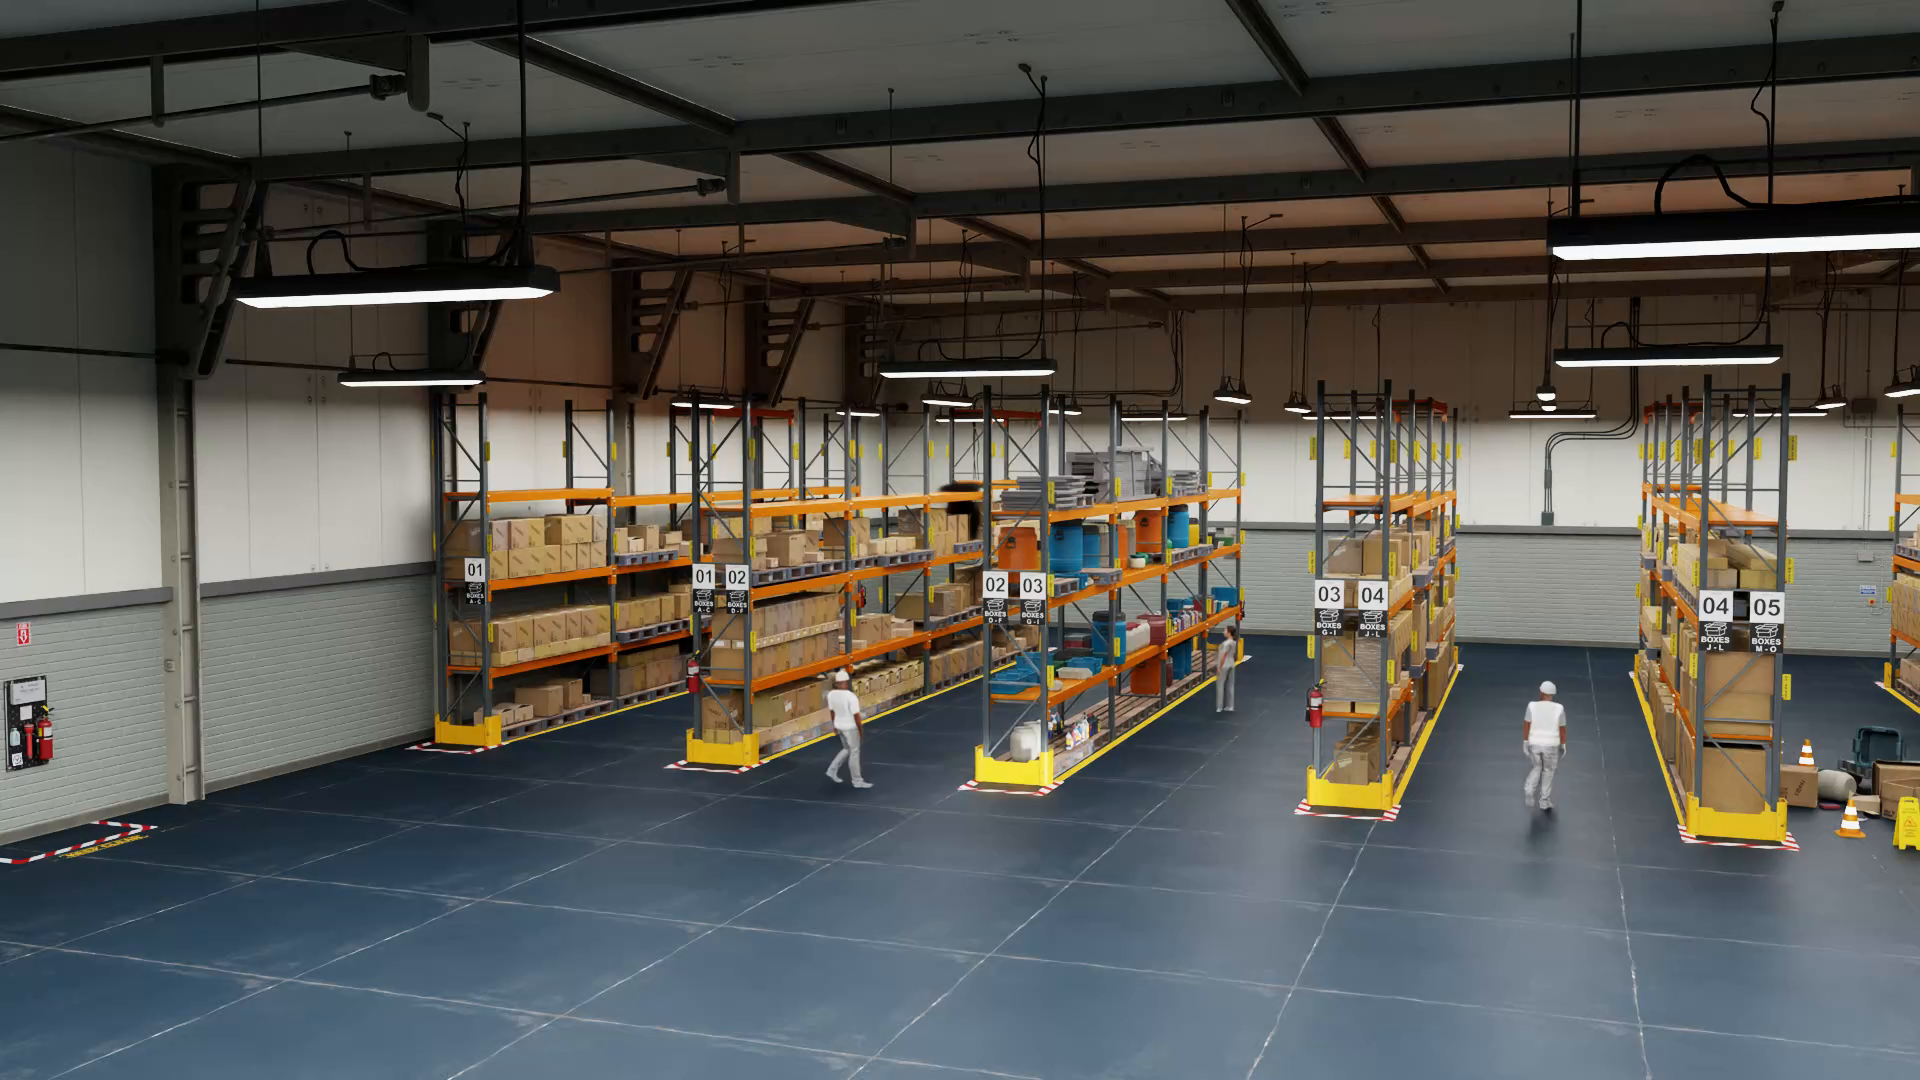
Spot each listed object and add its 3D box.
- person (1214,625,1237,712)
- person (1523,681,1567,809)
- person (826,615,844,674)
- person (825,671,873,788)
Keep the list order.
[{"bbox_3d":[5.111,2.473,31.964,0.462,1.682,0.411,-2,4,-39],"label":"person"},{"bbox_3d":[8.167,2.859,23.177,0.468,1.780,0.517,-3,4,-41],"label":"person"},{"bbox_3d":[-2.700,2.123,36.165,0.462,1.620,0.493,-2,4,-34],"label":"person"},{"bbox_3d":[-1.661,2.815,24.822,0.601,1.762,0.658,-2,4,-35],"label":"person"}]
